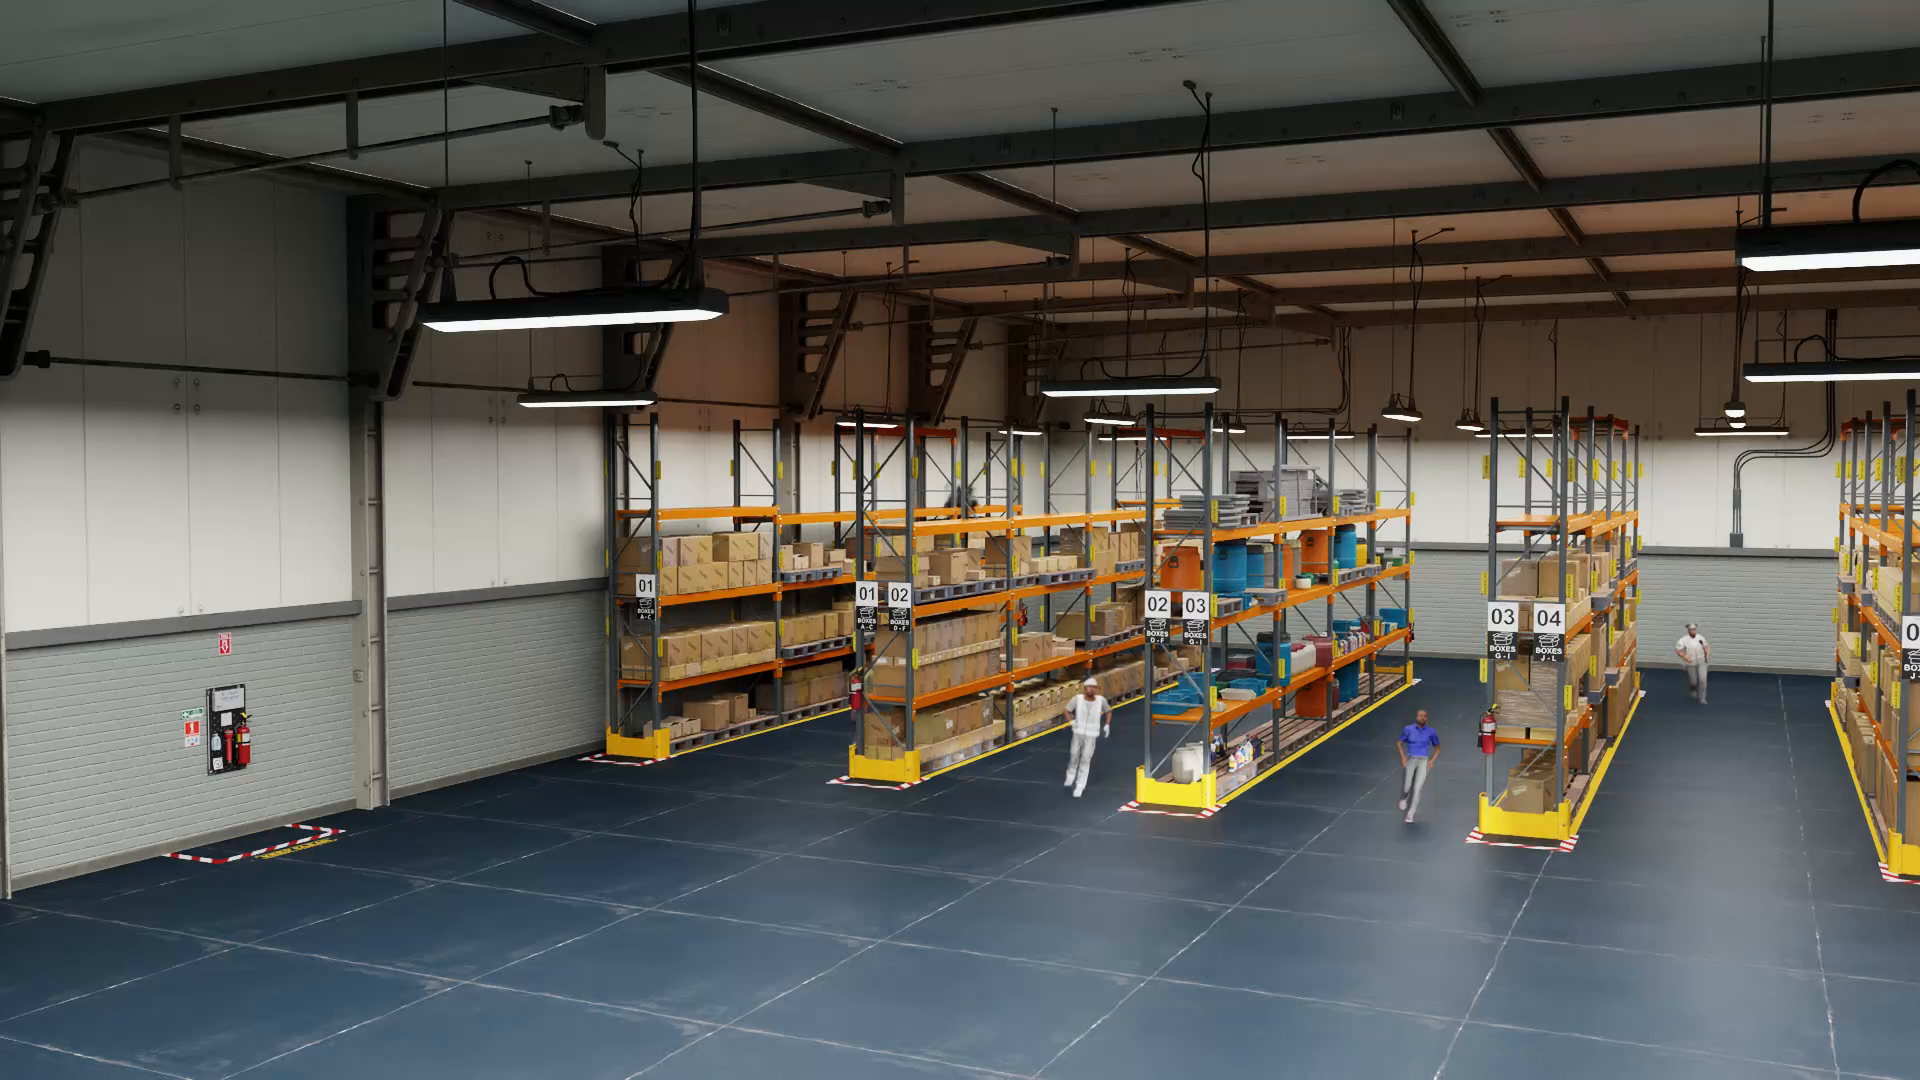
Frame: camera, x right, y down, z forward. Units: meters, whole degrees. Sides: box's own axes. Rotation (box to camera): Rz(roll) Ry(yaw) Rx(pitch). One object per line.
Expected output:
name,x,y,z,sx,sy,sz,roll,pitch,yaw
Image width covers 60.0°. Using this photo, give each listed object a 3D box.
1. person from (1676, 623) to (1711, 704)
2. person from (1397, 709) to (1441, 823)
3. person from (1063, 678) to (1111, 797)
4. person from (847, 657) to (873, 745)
person,15.821,2.638,35.864,0.699,1.732,0.676,0,2,9
person,6.566,3.204,23.790,0.603,1.605,0.595,1,2,13
person,1.956,3.025,25.741,0.740,1.765,0.963,0,2,8
person,-1.782,2.921,30.293,0.602,1.639,0.676,1,2,12
